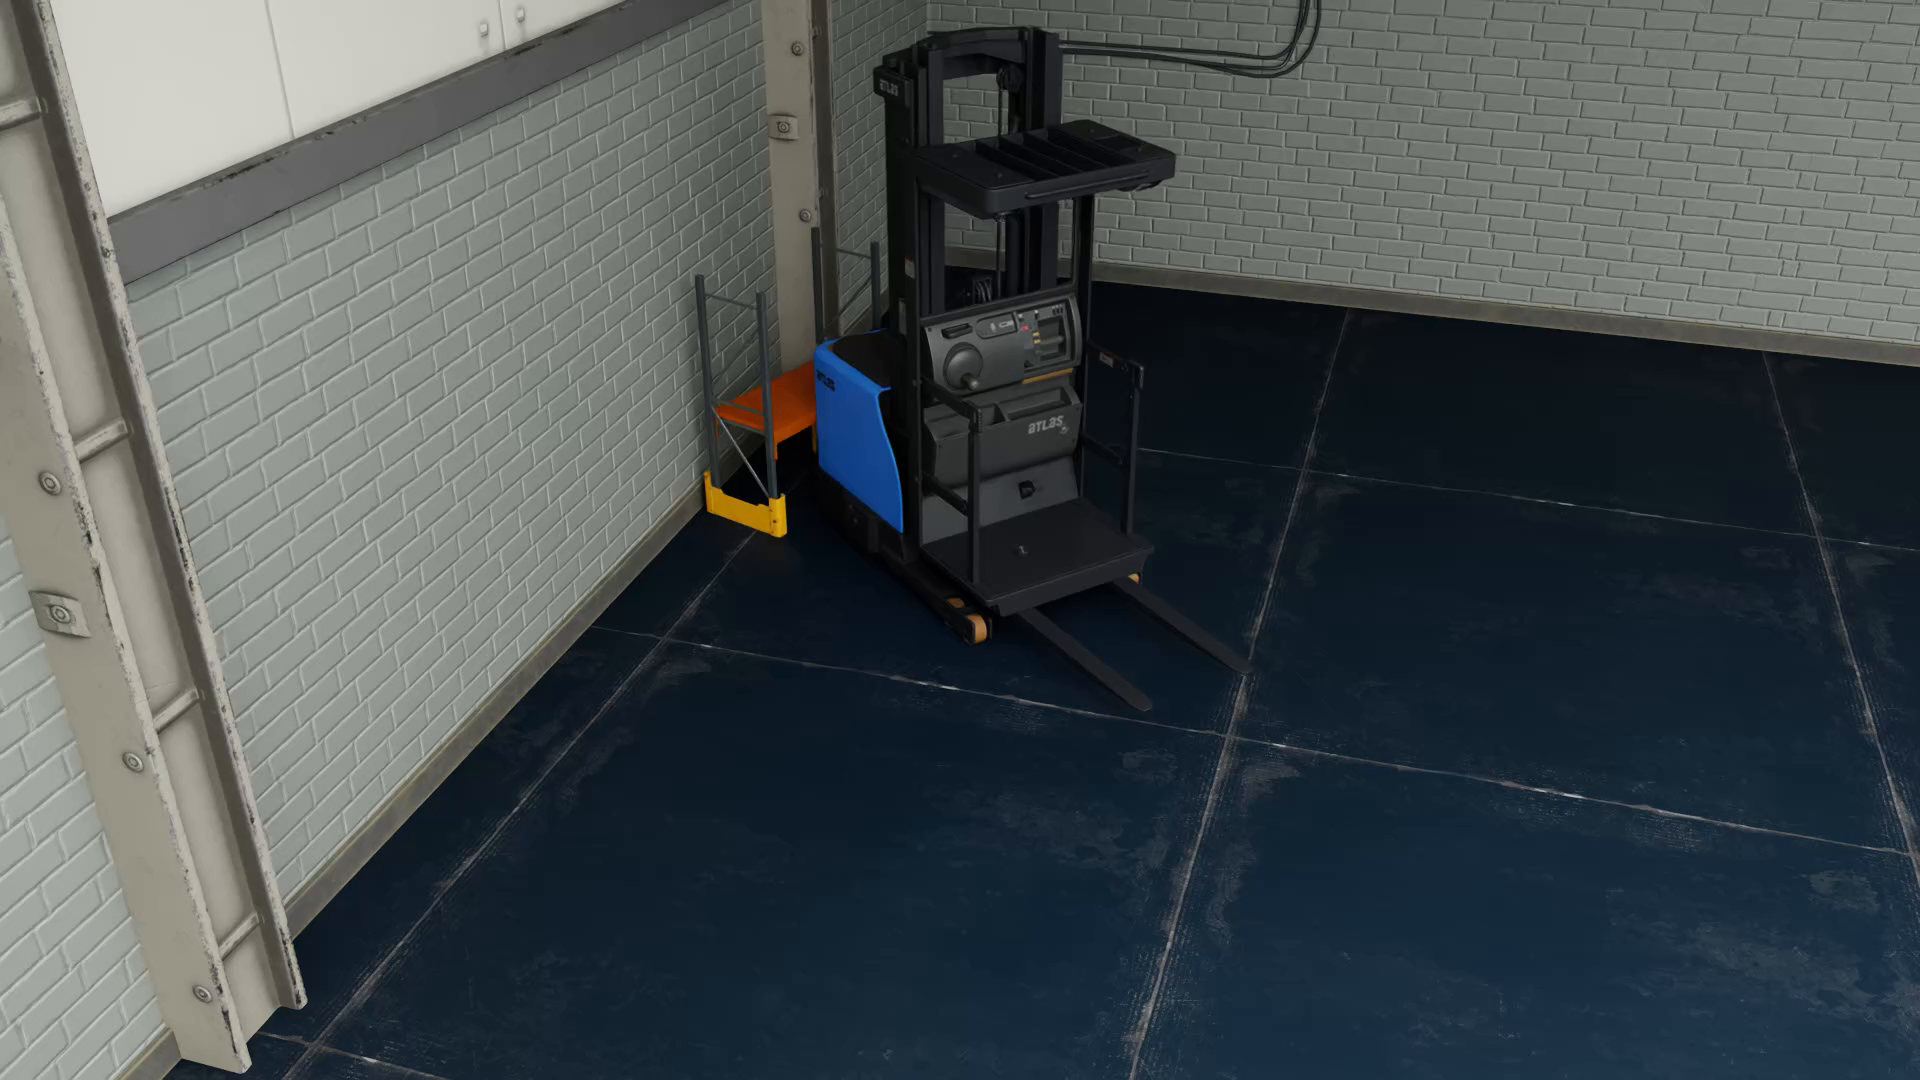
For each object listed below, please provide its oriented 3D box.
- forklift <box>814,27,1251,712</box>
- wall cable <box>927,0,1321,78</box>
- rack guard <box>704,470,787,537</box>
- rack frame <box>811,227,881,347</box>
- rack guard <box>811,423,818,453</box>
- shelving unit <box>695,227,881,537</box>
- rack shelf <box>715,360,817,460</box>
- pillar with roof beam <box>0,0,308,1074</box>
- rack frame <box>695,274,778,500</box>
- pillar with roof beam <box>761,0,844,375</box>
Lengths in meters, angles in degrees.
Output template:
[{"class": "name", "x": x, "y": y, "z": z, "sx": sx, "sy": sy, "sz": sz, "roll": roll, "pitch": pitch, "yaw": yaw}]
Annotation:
[{"class": "forklift", "x": 0.347, "y": -0.990, "z": 8.514, "sx": 1.130, "sy": 2.935, "sz": 3.031, "roll": -17, "pitch": 33, "yaw": -28}, {"class": "wall cable", "x": 1.136, "y": -4.673, "z": 12.088, "sx": 3.097, "sy": 2.526, "sz": 0.112, "roll": 8, "pitch": 30, "yaw": 15}, {"class": "rack guard", "x": -1.277, "y": -0.221, "z": 9.889, "sx": 0.587, "sy": 0.250, "sz": 0.087, "roll": 19, "pitch": 34, "yaw": 30}, {"class": "rack frame", "x": -0.691, "y": -1.170, "z": 10.310, "sx": 0.500, "sy": 1.500, "sz": 0.032, "roll": 19, "pitch": 34, "yaw": 30}, {"class": "rack guard", "x": -0.702, "y": -0.616, "z": 10.600, "sx": 0.587, "sy": 0.250, "sz": 0.087, "roll": 19, "pitch": 34, "yaw": 30}, {"class": "shelving unit", "x": -0.990, "y": -0.964, "z": 9.941, "sx": 0.587, "sy": 1.500, "sz": 1.083, "roll": 19, "pitch": 34, "yaw": 30}, {"class": "rack shelf", "x": -0.984, "y": -0.811, "z": 10.034, "sx": 0.538, "sy": 0.185, "sz": 1.000, "roll": 19, "pitch": 34, "yaw": 30}, {"class": "pillar with roof beam", "x": 1.361, "y": -1.447, "z": 3.094, "sx": 9.100, "sy": 9.000, "sz": 0.400, "roll": 8, "pitch": 30, "yaw": 15}, {"class": "rack frame", "x": -1.278, "y": -0.766, "z": 9.585, "sx": 0.500, "sy": 1.500, "sz": 0.032, "roll": 19, "pitch": 34, "yaw": 30}, {"class": "pillar with roof beam", "x": 3.122, "y": -4.235, "z": 8.107, "sx": 9.100, "sy": 9.000, "sz": 0.400, "roll": 8, "pitch": 30, "yaw": 15}]
